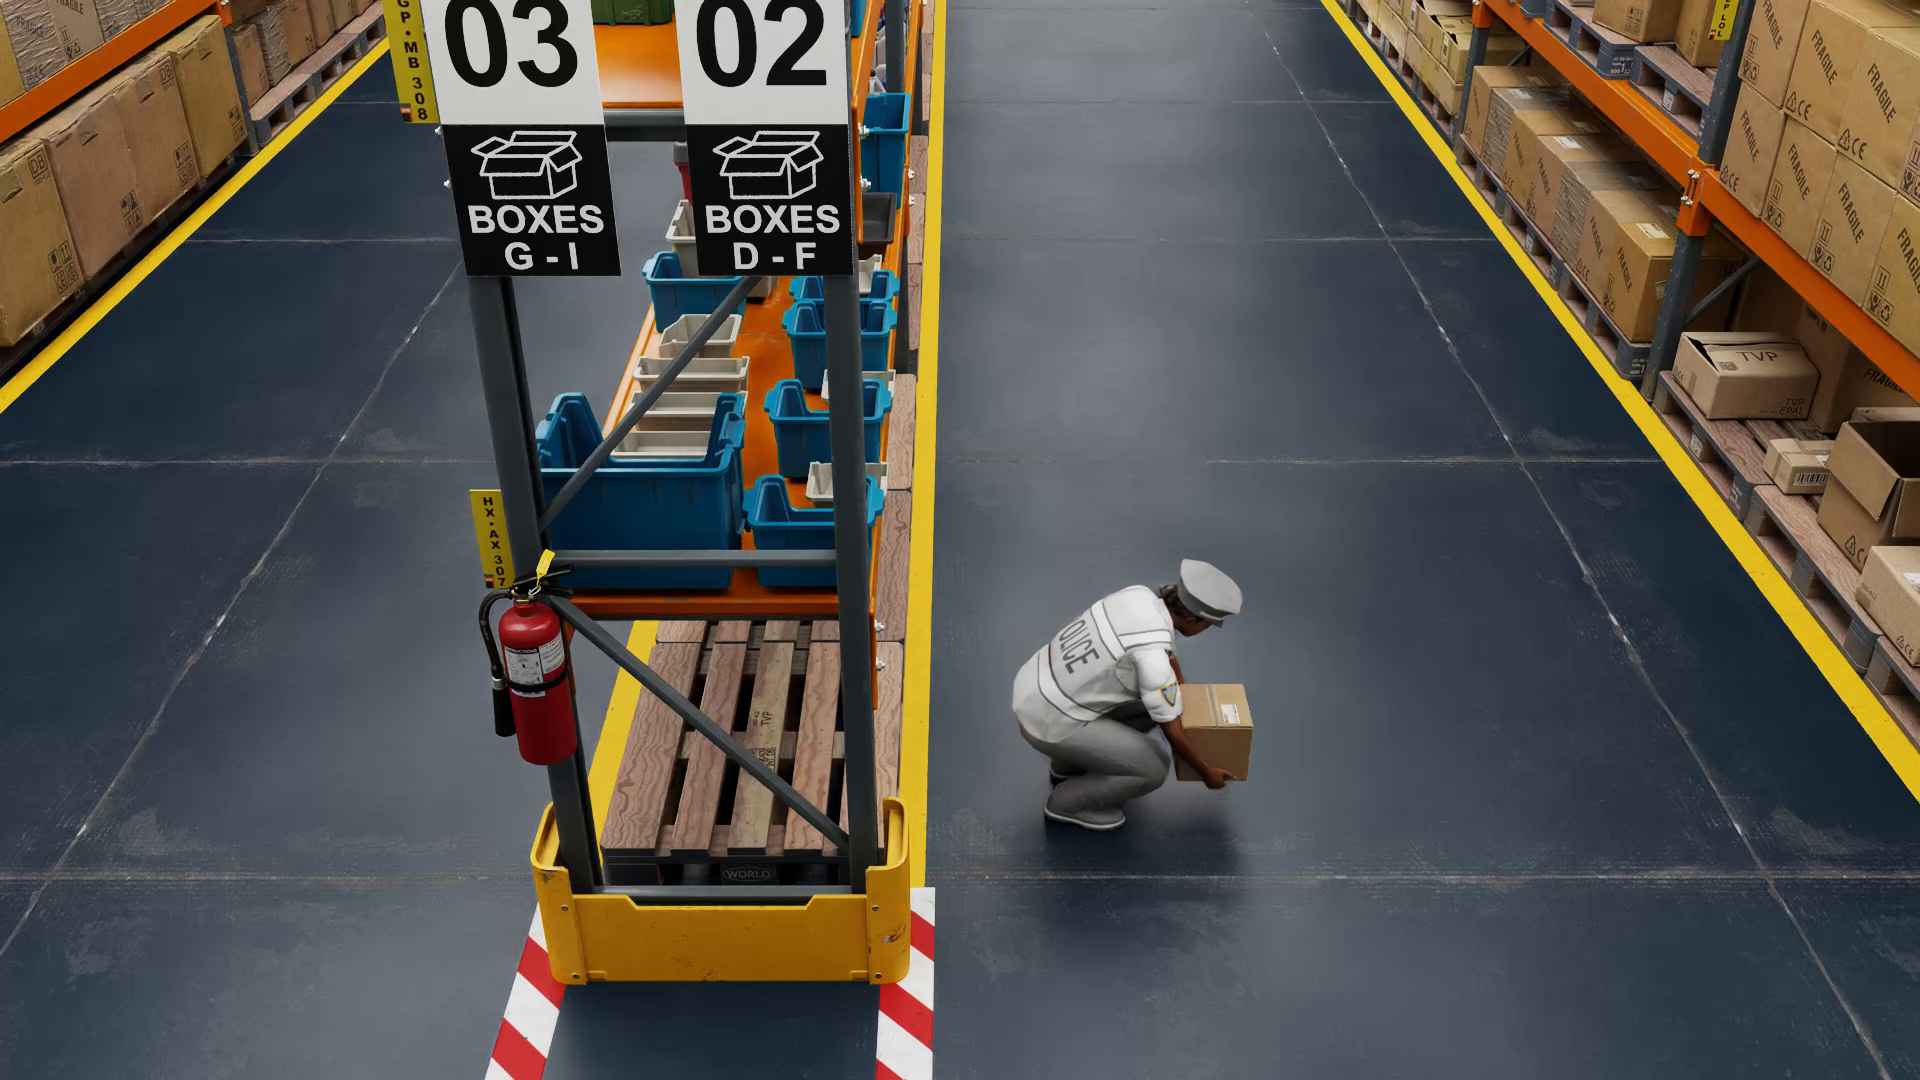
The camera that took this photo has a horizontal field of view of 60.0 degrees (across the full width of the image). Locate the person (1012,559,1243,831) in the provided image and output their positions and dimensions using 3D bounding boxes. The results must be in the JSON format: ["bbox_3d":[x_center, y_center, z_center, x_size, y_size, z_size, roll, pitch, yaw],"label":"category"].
[{"bbox_3d":[0.593,0.542,5.920,0.811,0.996,0.464,3,32,4],"label":"person"}]
